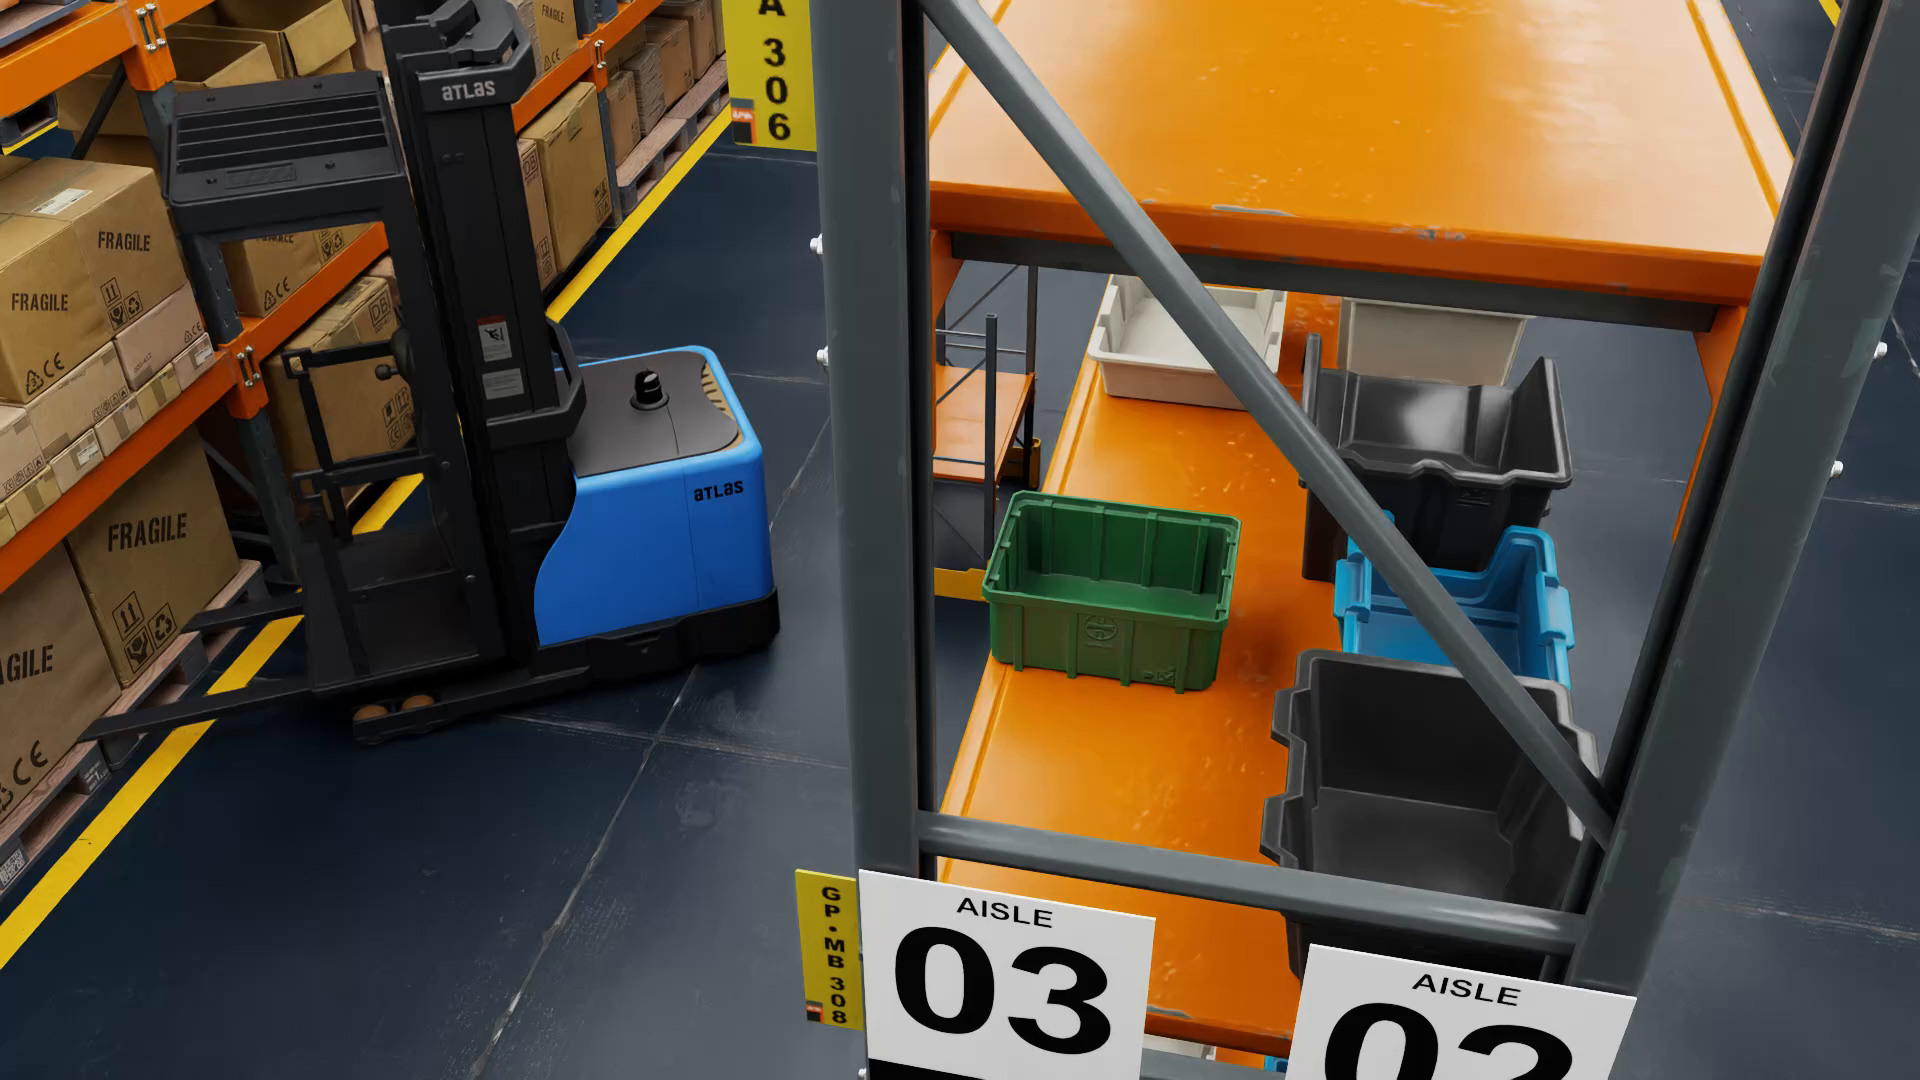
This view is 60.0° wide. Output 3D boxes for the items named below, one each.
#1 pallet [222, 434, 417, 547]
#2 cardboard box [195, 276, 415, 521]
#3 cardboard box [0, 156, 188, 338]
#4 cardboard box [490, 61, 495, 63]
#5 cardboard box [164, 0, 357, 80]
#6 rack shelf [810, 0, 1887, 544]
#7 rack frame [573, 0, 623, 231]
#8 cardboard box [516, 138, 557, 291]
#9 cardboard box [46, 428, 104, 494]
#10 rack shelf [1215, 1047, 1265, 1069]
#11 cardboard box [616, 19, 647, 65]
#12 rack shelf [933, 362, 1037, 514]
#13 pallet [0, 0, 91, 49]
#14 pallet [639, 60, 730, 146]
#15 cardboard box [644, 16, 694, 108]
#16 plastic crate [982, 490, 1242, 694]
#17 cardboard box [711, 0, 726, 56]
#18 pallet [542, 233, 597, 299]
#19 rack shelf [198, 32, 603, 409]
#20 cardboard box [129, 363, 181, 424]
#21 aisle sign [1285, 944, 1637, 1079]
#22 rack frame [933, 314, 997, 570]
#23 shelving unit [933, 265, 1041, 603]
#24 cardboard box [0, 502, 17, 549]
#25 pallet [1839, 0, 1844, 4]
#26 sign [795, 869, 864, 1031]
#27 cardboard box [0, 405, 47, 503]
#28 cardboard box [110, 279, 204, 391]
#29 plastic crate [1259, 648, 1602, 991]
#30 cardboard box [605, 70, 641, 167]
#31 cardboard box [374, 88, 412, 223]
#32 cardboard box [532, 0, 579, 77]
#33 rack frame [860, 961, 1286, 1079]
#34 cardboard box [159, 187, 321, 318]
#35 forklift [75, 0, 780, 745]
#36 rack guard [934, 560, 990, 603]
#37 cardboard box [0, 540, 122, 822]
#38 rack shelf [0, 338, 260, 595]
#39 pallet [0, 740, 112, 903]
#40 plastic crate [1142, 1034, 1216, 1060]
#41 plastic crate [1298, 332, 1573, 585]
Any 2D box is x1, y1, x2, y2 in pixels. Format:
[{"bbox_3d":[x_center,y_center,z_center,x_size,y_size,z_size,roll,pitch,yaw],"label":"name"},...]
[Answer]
[{"bbox_3d":[-3.533,-0.407,8.632,1.003,0.211,1.213,7,37,10],"label":"pallet"},{"bbox_3d":[-3.507,-0.764,8.201,1.225,0.875,0.875,7,37,10],"label":"cardboard box"},{"bbox_3d":[-3.461,-1.151,6.517,0.500,0.500,0.500,8,37,11],"label":"cardboard box"},{"bbox_3d":[-2.853,-2.521,9.087,0.500,0.500,0.500,6,36,8],"label":"cardboard box"},{"bbox_3d":[-3.338,-2.291,7.914,0.797,0.503,0.637,8,37,10],"label":"cardboard box"},{"bbox_3d":[0.787,-1.293,3.320,1.077,0.370,4.000,7,37,10],"label":"rack shelf"},{"bbox_3d":[-2.770,-3.378,10.355,1.000,3.000,0.127,7,37,10],"label":"rack frame"},{"bbox_3d":[-3.135,-1.785,9.609,1.225,0.875,0.875,7,37,10],"label":"cardboard box"},{"bbox_3d":[-3.534,-0.325,6.356,0.380,0.149,0.250,8,37,11],"label":"cardboard box"},{"bbox_3d":[0.787,0.974,4.963,1.077,0.370,4.000,7,37,10],"label":"rack shelf"},{"bbox_3d":[-2.553,-3.541,11.696,0.500,0.250,0.500,11,37,15],"label":"cardboard box"},{"bbox_3d":[0.018,-0.511,7.983,0.538,0.185,1.000,7,37,10],"label":"rack shelf"},{"bbox_3d":[-3.809,-1.796,5.691,1.003,0.211,1.213,7,37,10],"label":"pallet"},{"bbox_3d":[-2.339,-3.394,12.753,1.003,0.211,1.213,7,37,10],"label":"pallet"},{"bbox_3d":[-2.426,-3.576,12.383,0.700,0.500,0.500,10,37,14],"label":"cardboard box"},{"bbox_3d":[0.292,0.099,3.181,0.450,0.188,0.336,7,37,10],"label":"plastic crate"},{"bbox_3d":[-2.188,-4.217,13.267,0.700,0.500,0.500,7,37,10],"label":"cardboard box"},{"bbox_3d":[-3.012,-1.806,10.562,1.003,0.211,1.213,7,37,10],"label":"pallet"},{"bbox_3d":[-3.197,-1.940,8.984,1.077,0.370,4.000,7,37,10],"label":"rack shelf"},{"bbox_3d":[-3.424,-0.619,6.762,0.380,0.149,0.250,8,37,11],"label":"cardboard box"},{"bbox_3d":[0.635,0.855,2.299,0.394,0.787,0.004,7,37,10],"label":"aisle sign"},{"bbox_3d":[-0.090,-0.365,7.475,0.500,1.500,0.032,7,37,10],"label":"rack frame"},{"bbox_3d":[0.016,-0.651,7.870,0.587,1.500,1.083,7,37,10],"label":"shelving unit"},{"bbox_3d":[-3.643,-0.030,5.950,0.380,0.149,0.250,7,36,9],"label":"cardboard box"},{"bbox_3d":[8.494,-5.148,15.173,1.003,0.211,1.213,7,37,10],"label":"pallet"},{"bbox_3d":[-0.181,0.597,2.403,0.100,0.325,0.005,7,37,10],"label":"sign"},{"bbox_3d":[-3.679,-0.269,5.939,0.500,0.250,0.500,8,37,11],"label":"cardboard box"},{"bbox_3d":[-3.462,-0.858,6.753,0.500,0.250,0.500,7,36,9],"label":"cardboard box"},{"bbox_3d":[0.715,0.482,2.584,0.497,0.269,0.590,7,37,10],"label":"plastic crate"},{"bbox_3d":[-2.646,-2.931,11.493,0.700,0.500,0.500,5,36,8],"label":"cardboard box"},{"bbox_3d":[-3.068,-1.933,8.276,0.500,0.500,0.500,7,36,9],"label":"cardboard box"},{"bbox_3d":[-2.633,-3.104,9.892,0.500,0.500,0.500,8,37,11],"label":"cardboard box"},{"bbox_3d":[0.360,1.829,3.170,1.000,3.000,0.127,7,37,10],"label":"rack frame"},{"bbox_3d":[-3.282,-1.358,7.482,0.500,0.500,0.500,7,37,10],"label":"cardboard box"},{"bbox_3d":[-2.392,-0.670,6.677,3.031,2.935,1.130,-12,38,-16],"label":"forklift"},{"bbox_3d":[-0.090,0.141,7.843,0.587,0.250,0.087,7,37,10],"label":"rack guard"},{"bbox_3d":[-4.035,0.490,6.471,0.875,0.875,0.875,7,37,10],"label":"cardboard box"},{"bbox_3d":[-4.051,0.353,5.820,1.077,0.370,4.000,7,37,10],"label":"rack shelf"},{"bbox_3d":[-4.121,1.172,6.453,1.003,0.211,1.213,7,37,10],"label":"pallet"},{"bbox_3d":[0.434,1.257,4.133,0.396,0.136,0.243,7,37,10],"label":"plastic crate"},{"bbox_3d":[0.955,-0.202,3.469,0.504,0.338,0.767,7,37,10],"label":"plastic crate"}]
